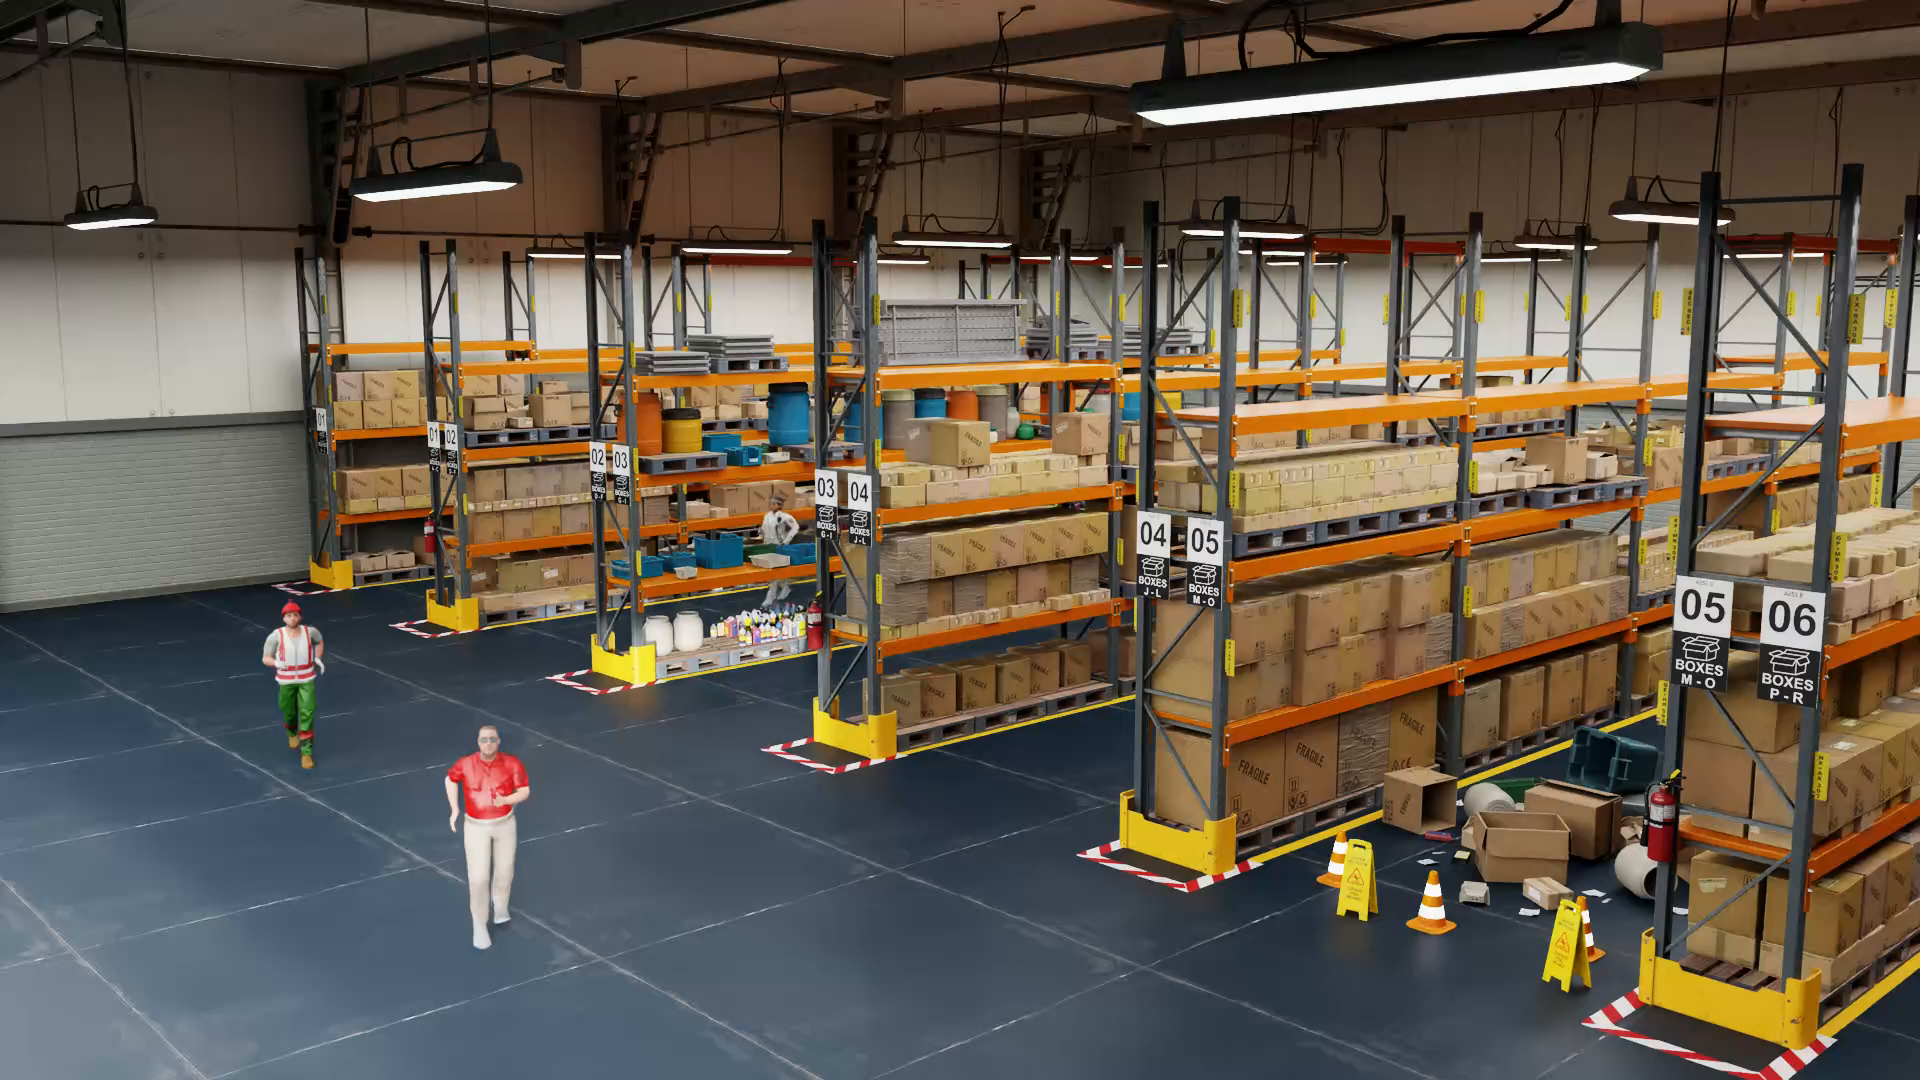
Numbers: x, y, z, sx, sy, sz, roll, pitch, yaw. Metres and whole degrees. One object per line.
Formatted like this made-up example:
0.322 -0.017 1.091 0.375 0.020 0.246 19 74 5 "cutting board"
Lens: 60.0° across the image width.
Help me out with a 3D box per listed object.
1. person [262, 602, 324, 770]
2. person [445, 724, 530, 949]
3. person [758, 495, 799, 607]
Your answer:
-7.341 1.571 18.385 0.654 1.783 0.988 -4 9 -26 "person"
-3.783 2.377 13.408 0.631 1.798 0.754 -3 9 -21 "person"
-2.933 0.143 26.456 0.606 1.739 0.756 6 10 35 "person"
